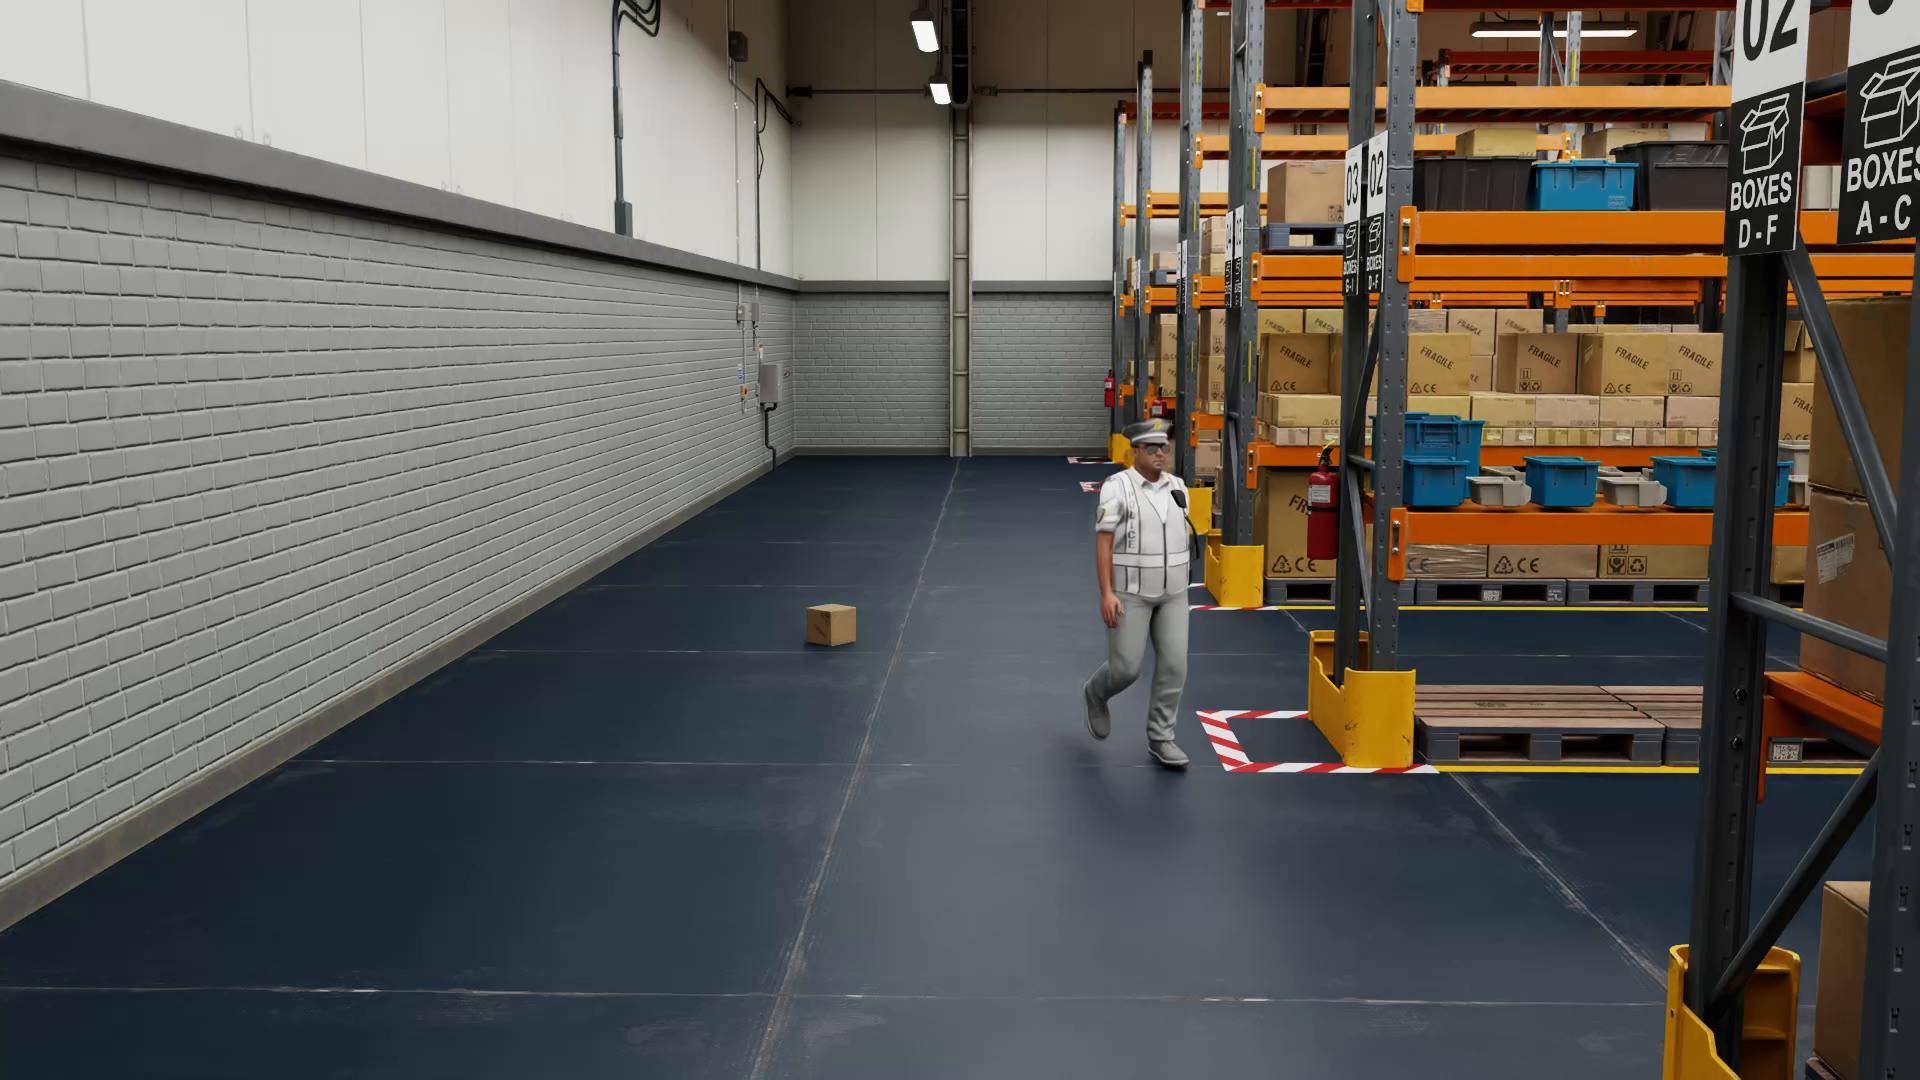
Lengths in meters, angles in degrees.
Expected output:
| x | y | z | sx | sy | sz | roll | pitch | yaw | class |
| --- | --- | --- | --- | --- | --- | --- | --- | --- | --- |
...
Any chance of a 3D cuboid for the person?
| x | y | z | sx | sy | sz | roll | pitch | yaw | class |
| --- | --- | --- | --- | --- | --- | --- | --- | --- | --- |
| 0.928 | 0.244 | 8.573 | 0.534 | 1.756 | 0.675 | -3 | 8 | -21 | person |
